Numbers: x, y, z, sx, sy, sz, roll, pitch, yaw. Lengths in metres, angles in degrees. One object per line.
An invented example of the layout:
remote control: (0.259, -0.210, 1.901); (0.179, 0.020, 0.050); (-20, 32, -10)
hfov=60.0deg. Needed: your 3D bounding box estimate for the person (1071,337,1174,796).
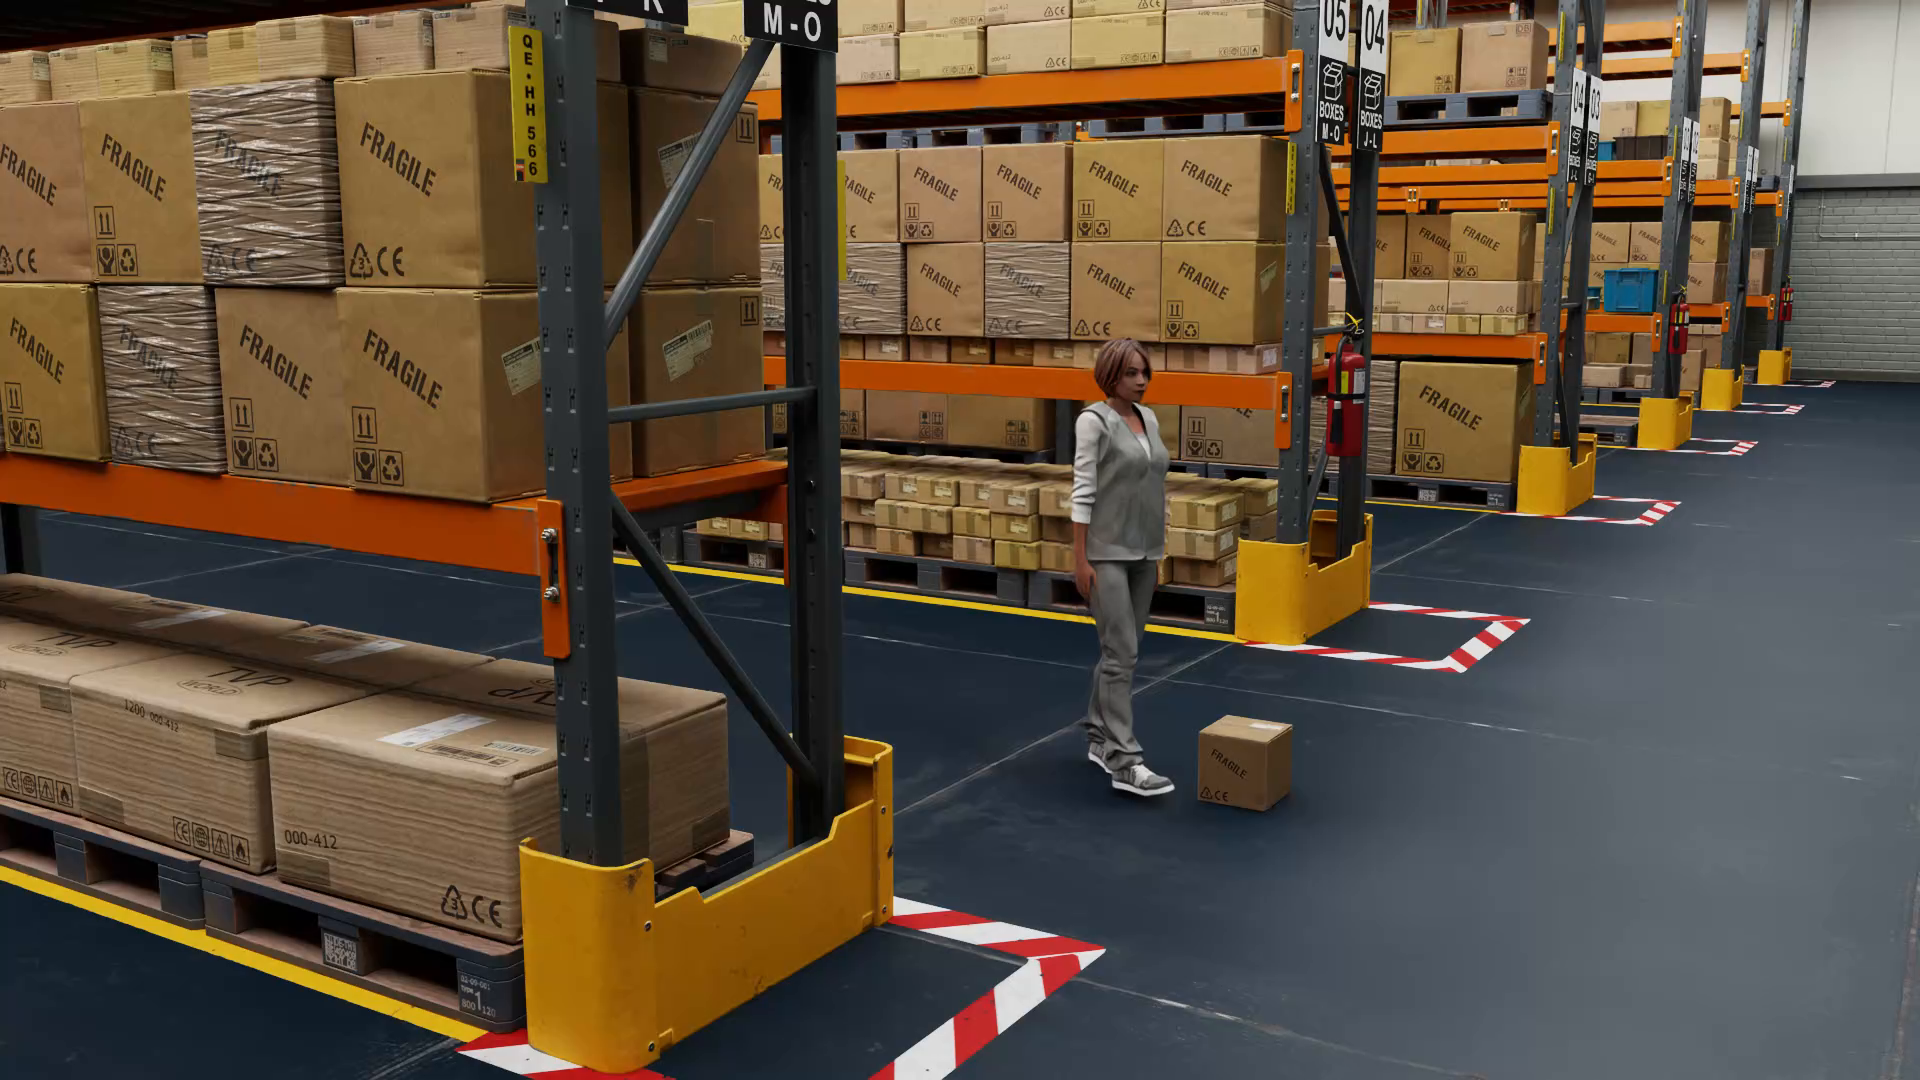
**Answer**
person: (0.631, 0.081, 5.913); (0.421, 1.592, 0.583); (-9, 13, -42)
